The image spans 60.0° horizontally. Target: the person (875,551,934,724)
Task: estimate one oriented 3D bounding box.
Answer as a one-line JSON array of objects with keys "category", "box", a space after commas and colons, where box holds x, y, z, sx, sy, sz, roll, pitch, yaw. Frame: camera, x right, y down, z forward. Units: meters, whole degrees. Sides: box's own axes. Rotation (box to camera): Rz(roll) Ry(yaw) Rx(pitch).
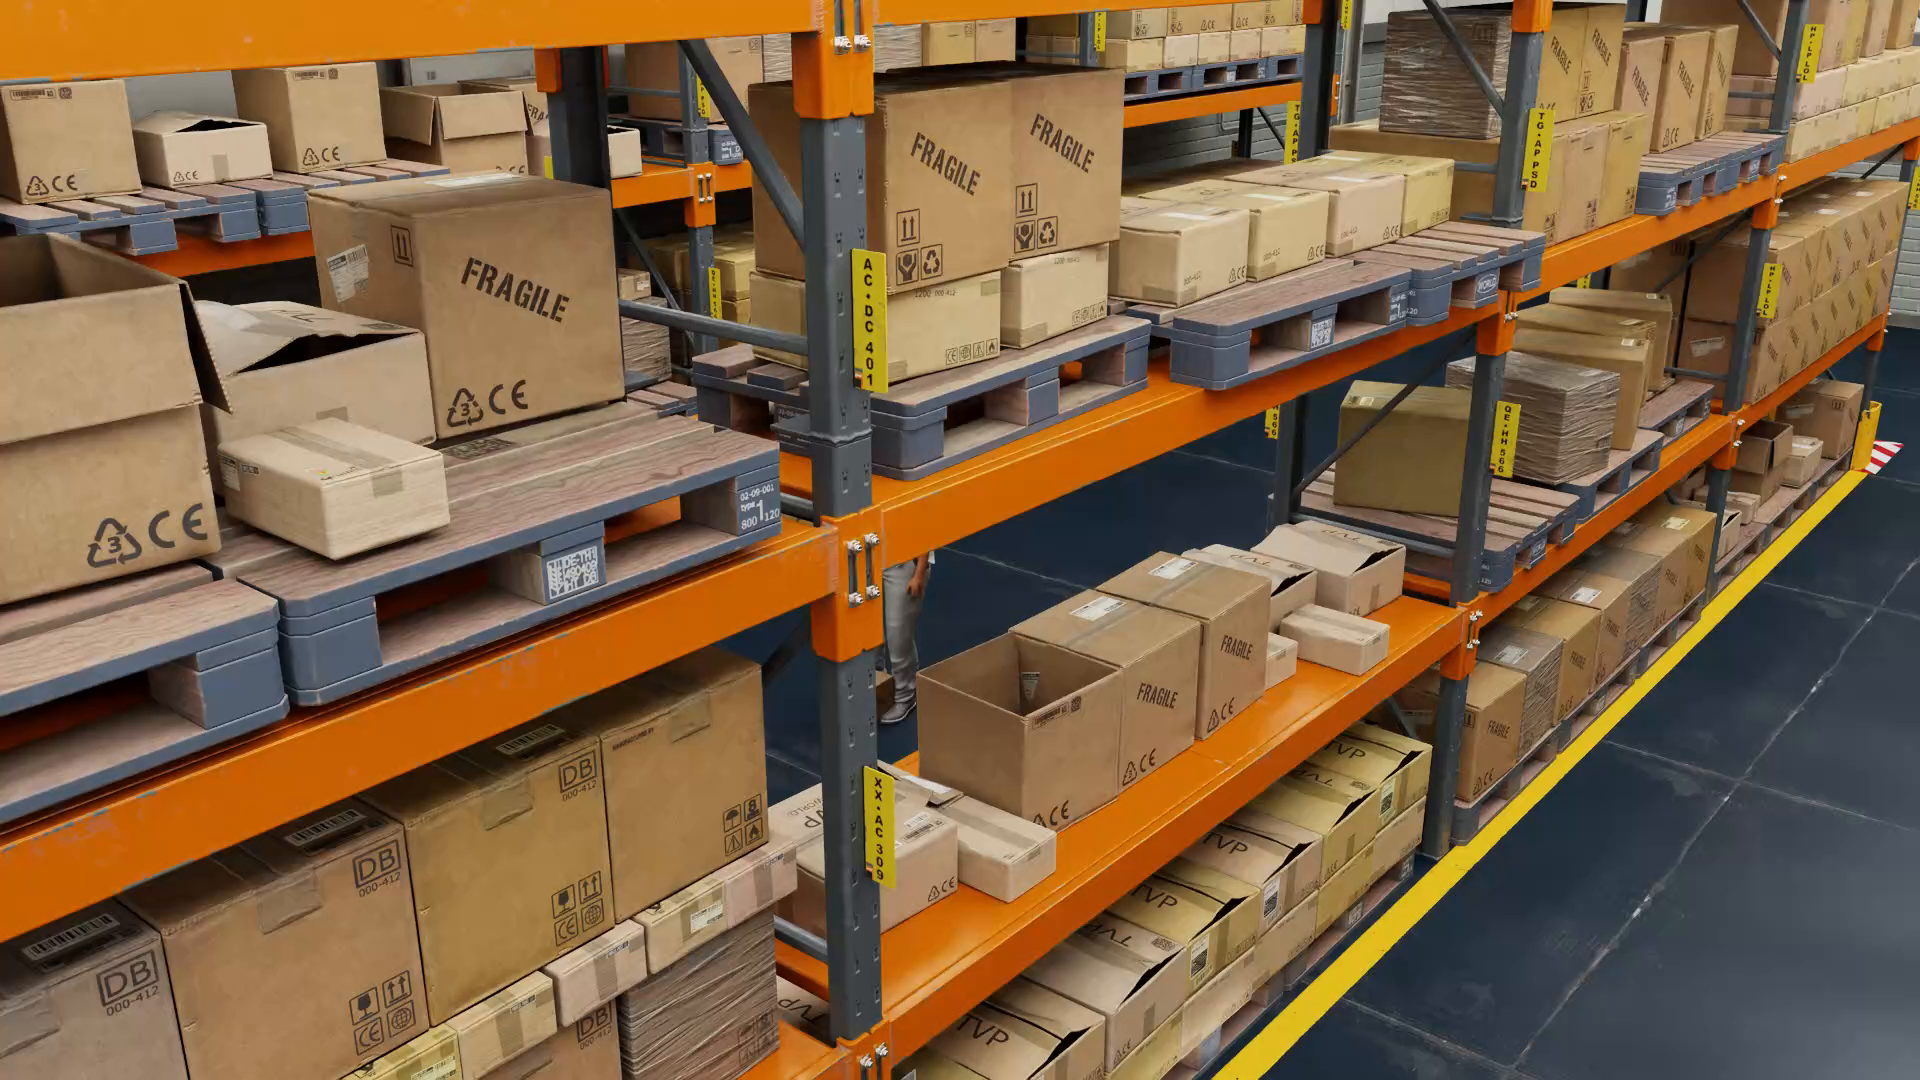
[{"category": "person", "box": [-0.401, 0.156, 9.147, 0.537, 1.665, 0.470, 16, 26, 36]}]
